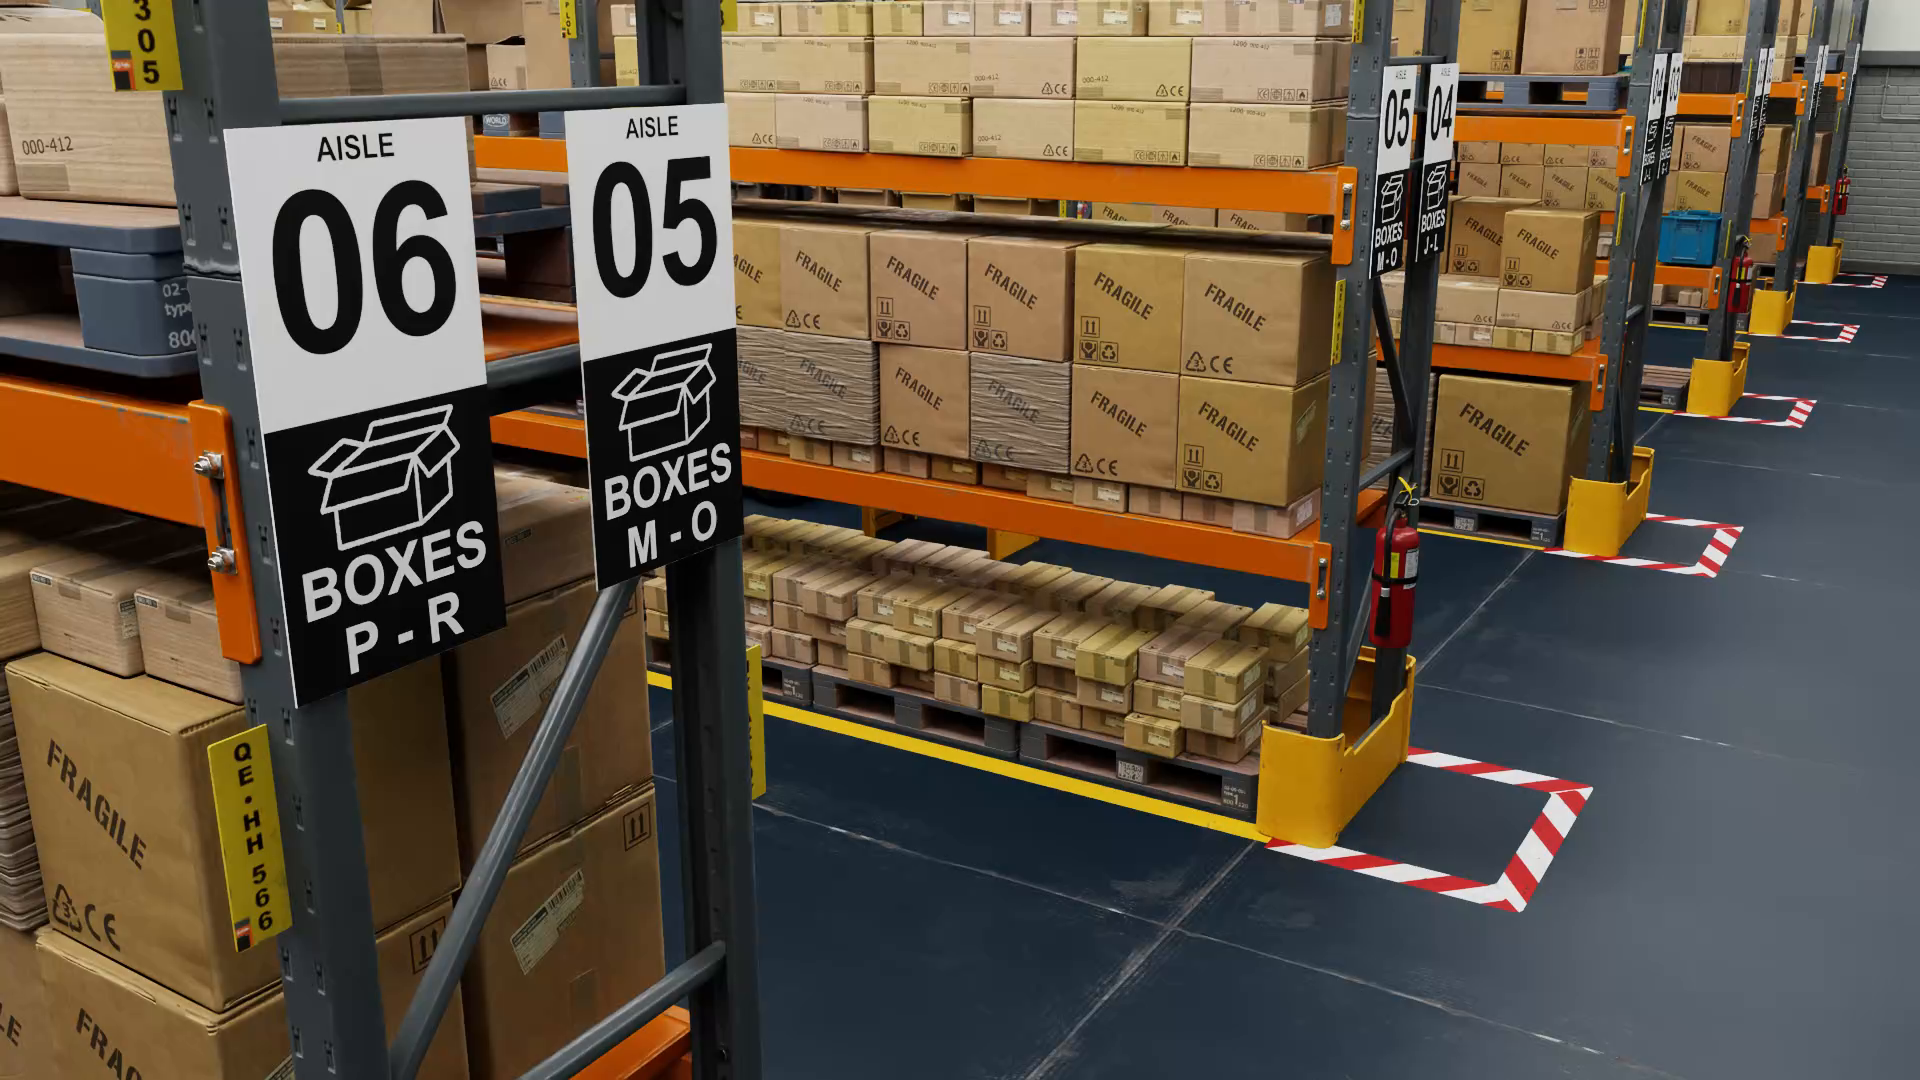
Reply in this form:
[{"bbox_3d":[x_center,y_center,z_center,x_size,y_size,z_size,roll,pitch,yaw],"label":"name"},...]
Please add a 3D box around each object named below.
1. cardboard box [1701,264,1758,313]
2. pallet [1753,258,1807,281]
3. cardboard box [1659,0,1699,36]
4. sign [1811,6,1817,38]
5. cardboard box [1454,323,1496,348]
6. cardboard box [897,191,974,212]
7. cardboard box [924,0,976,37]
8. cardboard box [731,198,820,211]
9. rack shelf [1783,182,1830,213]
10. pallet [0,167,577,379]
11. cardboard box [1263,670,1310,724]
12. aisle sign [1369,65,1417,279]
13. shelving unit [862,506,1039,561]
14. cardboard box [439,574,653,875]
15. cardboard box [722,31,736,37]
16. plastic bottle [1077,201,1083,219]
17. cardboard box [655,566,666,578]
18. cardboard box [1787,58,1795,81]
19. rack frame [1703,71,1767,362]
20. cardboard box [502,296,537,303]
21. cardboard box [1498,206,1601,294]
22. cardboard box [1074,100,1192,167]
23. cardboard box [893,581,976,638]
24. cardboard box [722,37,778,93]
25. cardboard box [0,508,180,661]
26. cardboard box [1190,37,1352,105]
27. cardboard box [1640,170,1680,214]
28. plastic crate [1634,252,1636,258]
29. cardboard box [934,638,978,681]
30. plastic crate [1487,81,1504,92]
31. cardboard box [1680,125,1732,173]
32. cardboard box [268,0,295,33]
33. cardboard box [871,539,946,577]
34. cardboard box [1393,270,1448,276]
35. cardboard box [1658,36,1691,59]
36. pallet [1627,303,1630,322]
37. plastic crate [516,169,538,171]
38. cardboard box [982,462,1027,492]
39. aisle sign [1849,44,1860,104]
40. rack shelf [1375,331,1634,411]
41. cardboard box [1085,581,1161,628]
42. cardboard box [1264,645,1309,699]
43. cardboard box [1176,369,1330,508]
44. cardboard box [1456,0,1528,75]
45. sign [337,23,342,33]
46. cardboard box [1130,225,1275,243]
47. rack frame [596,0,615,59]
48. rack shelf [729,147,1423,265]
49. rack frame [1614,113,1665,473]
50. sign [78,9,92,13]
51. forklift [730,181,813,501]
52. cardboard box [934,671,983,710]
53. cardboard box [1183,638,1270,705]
[{"bbox_3d":[9.057,-2.977,19.566,0.500,0.500,0.500,10,20,30],"label":"cardboard box"},{"bbox_3d":[11.516,-3.937,23.978,1.213,0.211,1.003,10,20,30],"label":"pallet"},{"bbox_3d":[8.339,-6.123,19.326,0.500,0.500,0.700,10,20,30],"label":"cardboard box"},{"bbox_3d":[9.342,-5.666,18.188,0.005,0.325,0.100,10,20,30],"label":"sign"},{"bbox_3d":[3.549,-1.419,11.322,0.250,0.149,0.380,10,20,30],"label":"cardboard box"},{"bbox_3d":[-0.074,-2.827,13.629,0.637,0.503,0.797,10,20,31],"label":"cardboard box"},{"bbox_3d":[0.043,-2.286,7.297,0.250,0.149,0.380,10,19,29],"label":"cardboard box"},{"bbox_3d":[-1.087,-1.548,8.912,0.500,0.500,0.500,9,19,28],"label":"cardboard box"},{"bbox_3d":[10.534,-5.129,24.342,4.000,0.370,1.077,10,20,30],"label":"rack shelf"},{"bbox_3d":[-1.362,-0.537,2.980,1.213,0.211,1.003,10,20,30],"label":"pallet"},{"bbox_3d":[1.501,0.729,8.003,0.250,0.149,0.380,11,20,31],"label":"cardboard box"},{"bbox_3d":[1.685,-1.434,6.467,0.004,0.787,0.394,10,20,30],"label":"aisle sign"},{"bbox_3d":[-0.065,-0.729,11.201,1.083,1.500,0.587,10,20,30],"label":"shelving unit"},{"bbox_3d":[-0.985,0.296,3.353,0.500,0.500,0.500,10,19,29],"label":"cardboard box"},{"bbox_3d":[-1.050,-2.499,7.999,0.250,0.149,0.380,10,20,29],"label":"cardboard box"},{"bbox_3d":[1.308,-3.559,18.160,0.097,0.271,0.097,0,17,0],"label":"plastic bottle"},{"bbox_3d":[-1.443,0.098,9.055,0.250,0.149,0.380,11,20,32],"label":"cardboard box"},{"bbox_3d":[9.345,-5.446,19.245,0.500,0.250,0.500,10,20,30],"label":"cardboard box"},{"bbox_3d":[7.054,-2.715,15.158,0.127,3.000,1.000,10,20,30],"label":"rack frame"},{"bbox_3d":[-2.302,-1.302,9.194,0.250,0.149,0.380,9,19,28],"label":"cardboard box"},{"bbox_3d":[3.909,-1.927,11.019,0.500,0.500,0.500,10,20,31],"label":"cardboard box"},{"bbox_3d":[0.815,-1.718,6.974,0.500,0.250,0.500,10,20,30],"label":"cardboard box"},{"bbox_3d":[-0.125,0.343,8.252,0.250,0.149,0.380,10,20,30],"label":"cardboard box"},{"bbox_3d":[-0.922,-2.277,7.953,0.500,0.250,0.500,10,20,30],"label":"cardboard box"},{"bbox_3d":[-1.628,0.073,2.970,0.250,0.149,0.380,10,20,30],"label":"cardboard box"},{"bbox_3d":[1.254,-1.885,6.663,0.500,0.250,0.500,9,19,28],"label":"cardboard box"},{"bbox_3d":[8.259,-4.145,19.694,0.500,0.500,0.500,10,20,30],"label":"cardboard box"},{"bbox_3d":[6.264,-2.697,15.449,0.243,0.136,0.396,10,20,30],"label":"plastic crate"},{"bbox_3d":[0.080,0.538,8.119,0.250,0.149,0.380,11,20,33],"label":"cardboard box"},{"bbox_3d":[5.163,-4.277,15.593,0.530,0.136,0.437,10,20,30],"label":"plastic crate"},{"bbox_3d":[8.695,-4.544,19.286,0.500,0.500,0.500,11,20,32],"label":"cardboard box"},{"bbox_3d":[-4.159,-3.104,9.790,0.258,0.266,0.396,10,20,30],"label":"cardboard box"},{"bbox_3d":[-0.276,0.127,8.962,0.250,0.149,0.380,9,19,27],"label":"cardboard box"},{"bbox_3d":[3.321,-1.854,12.068,0.500,0.250,0.500,9,19,28],"label":"cardboard box"},{"bbox_3d":[8.228,-5.712,19.261,0.500,0.250,0.500,10,20,30],"label":"cardboard box"},{"bbox_3d":[7.869,-2.925,20.649,1.213,0.211,1.003,10,20,30],"label":"pallet"},{"bbox_3d":[-5.997,-5.076,23.185,0.616,0.251,0.499,10,20,30],"label":"plastic crate"},{"bbox_3d":[0.303,-0.352,7.813,0.250,0.149,0.380,9,19,28],"label":"cardboard box"},{"bbox_3d":[12.143,-6.327,22.577,0.004,0.787,0.394,10,20,30],"label":"aisle sign"},{"bbox_3d":[2.757,-1.448,12.226,4.000,0.370,1.077,10,20,30],"label":"rack shelf"},{"bbox_3d":[0.811,0.340,8.260,0.250,0.149,0.380,9,19,27],"label":"cardboard box"},{"bbox_3d":[1.468,0.602,7.908,0.250,0.149,0.380,11,20,32],"label":"cardboard box"},{"bbox_3d":[1.262,-0.470,7.084,0.500,0.500,0.500,11,20,31],"label":"cardboard box"},{"bbox_3d":[3.574,-3.401,11.191,0.500,0.500,0.700,9,19,28],"label":"cardboard box"},{"bbox_3d":[-6.041,-4.861,16.172,0.005,0.325,0.100,10,20,30],"label":"sign"},{"bbox_3d":[1.103,-1.153,7.612,0.500,0.500,0.500,11,20,32],"label":"cardboard box"},{"bbox_3d":[-1.627,-3.755,8.260,0.053,2.616,0.949,10,20,30],"label":"rack frame"},{"bbox_3d":[0.076,-1.671,7.797,4.000,0.370,1.077,10,20,30],"label":"rack shelf"},{"bbox_3d":[4.460,-1.487,11.117,0.053,2.616,0.949,10,20,30],"label":"rack frame"},{"bbox_3d":[-5.335,-3.076,10.161,0.005,0.325,0.100,10,20,30],"label":"sign"},{"bbox_3d":[-1.894,-2.043,13.064,1.130,2.935,3.031,-14,22,-39],"label":"forklift"},{"bbox_3d":[0.080,0.680,8.165,0.250,0.149,0.380,11,20,31],"label":"cardboard box"},{"bbox_3d":[1.196,0.585,7.452,0.250,0.149,0.380,10,20,31],"label":"cardboard box"}]
